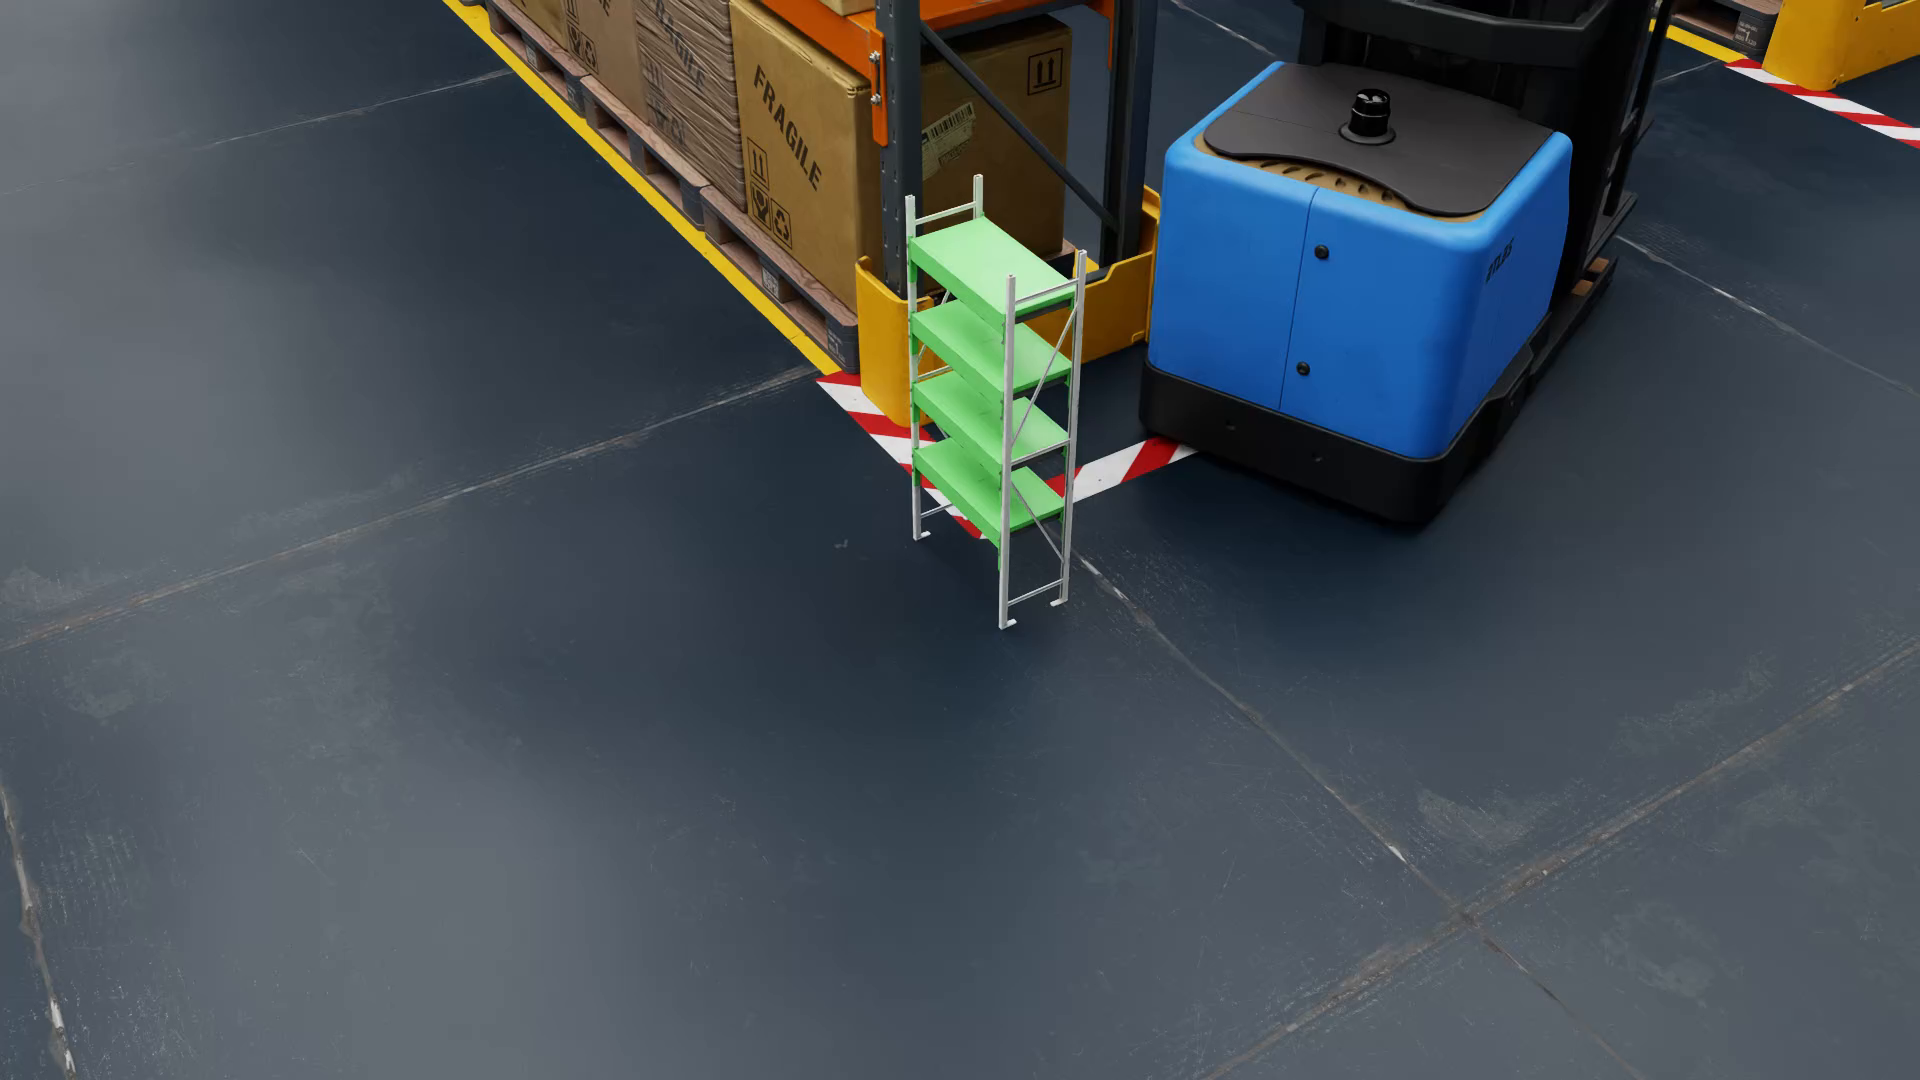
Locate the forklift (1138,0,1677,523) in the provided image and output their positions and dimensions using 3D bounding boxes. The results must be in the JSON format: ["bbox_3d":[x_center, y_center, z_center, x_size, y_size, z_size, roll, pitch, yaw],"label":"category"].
[{"bbox_3d":[1.839,-2.090,5.469,1.130,2.935,3.031,23,45,25],"label":"forklift"}]

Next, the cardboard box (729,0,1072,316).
[{"bbox_3d":[-0.215,-1.490,6.027,0.875,0.875,0.875,-22,45,-24],"label":"cardboard box"}]

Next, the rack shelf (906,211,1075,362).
[{"bbox_3d":[0.089,-0.691,4.492,0.258,0.148,0.480,-22,45,-24],"label":"rack shelf"}]

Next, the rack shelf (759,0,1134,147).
[{"bbox_3d":[-0.879,-2.630,6.625,1.077,0.370,4.000,-22,45,-24],"label":"rack shelf"}]

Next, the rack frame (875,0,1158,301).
[{"bbox_3d":[0.197,-1.827,5.099,1.000,3.000,0.127,-22,45,-24],"label":"rack frame"}]

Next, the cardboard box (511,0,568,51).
[{"bbox_3d":[-1.667,-2.947,7.775,0.875,0.875,0.875,-22,45,-24],"label":"cardboard box"}]

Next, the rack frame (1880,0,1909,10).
[{"bbox_3d":[4.373,-3.532,7.145,1.000,3.000,0.127,-22,45,-24],"label":"rack frame"}]

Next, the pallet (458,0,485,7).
[{"bbox_3d":[-2.433,-3.305,9.052,1.003,0.211,1.213,-22,45,-24],"label":"pallet"}]

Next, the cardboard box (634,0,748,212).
[{"bbox_3d":[-0.704,-1.981,6.616,0.875,0.875,0.875,-22,45,-24],"label":"cardboard box"}]

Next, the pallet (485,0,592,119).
[{"bbox_3d":[-1.611,-2.477,8.058,1.003,0.211,1.213,-22,45,-24],"label":"pallet"}]

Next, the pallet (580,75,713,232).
[{"bbox_3d":[-0.951,-1.818,7.267,1.003,0.211,1.213,-22,45,-24],"label":"pallet"}]

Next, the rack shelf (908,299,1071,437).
[{"bbox_3d":[0.089,-0.507,4.646,0.258,0.148,0.480,-22,45,-24],"label":"rack shelf"}]

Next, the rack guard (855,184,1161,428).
[{"bbox_3d":[0.210,-0.854,5.884,1.175,0.500,0.348,-22,45,-24],"label":"rack guard"}]

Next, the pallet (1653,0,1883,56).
[{"bbox_3d":[3.962,-2.919,8.588,1.003,0.211,1.213,-22,45,-24],"label":"pallet"}]

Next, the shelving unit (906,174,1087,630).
[{"bbox_3d":[0.089,-0.372,4.759,0.258,1.200,0.503,-22,45,-24],"label":"shelving unit"}]

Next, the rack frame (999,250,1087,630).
[{"bbox_3d":[0.220,-0.240,4.601,0.240,1.200,0.015,-22,45,-24],"label":"rack frame"}]

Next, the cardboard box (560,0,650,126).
[{"bbox_3d":[-1.183,-2.462,7.193,0.875,0.875,0.875,-22,45,-24],"label":"cardboard box"}]

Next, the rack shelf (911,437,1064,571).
[{"bbox_3d":[0.089,-0.138,4.953,0.258,0.148,0.480,-22,45,-24],"label":"rack shelf"}]

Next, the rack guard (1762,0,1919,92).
[{"bbox_3d":[4.397,-2.563,7.935,1.175,0.500,0.348,-22,45,-24],"label":"rack guard"}]

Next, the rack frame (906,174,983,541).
[{"bbox_3d":[-0.042,-0.503,4.917,0.240,1.200,0.015,-22,45,-24],"label":"rack frame"}]

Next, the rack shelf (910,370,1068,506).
[{"bbox_3d":[0.089,-0.322,4.799,0.258,0.148,0.480,-22,45,-24],"label":"rack shelf"}]

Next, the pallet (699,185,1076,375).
[{"bbox_3d":[-0.299,-1.160,6.478,1.003,0.211,1.213,-22,45,-24],"label":"pallet"}]

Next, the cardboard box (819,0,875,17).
[{"bbox_3d":[-0.272,-1.809,5.274,0.380,0.149,0.250,-21,44,-24],"label":"cardboard box"}]
